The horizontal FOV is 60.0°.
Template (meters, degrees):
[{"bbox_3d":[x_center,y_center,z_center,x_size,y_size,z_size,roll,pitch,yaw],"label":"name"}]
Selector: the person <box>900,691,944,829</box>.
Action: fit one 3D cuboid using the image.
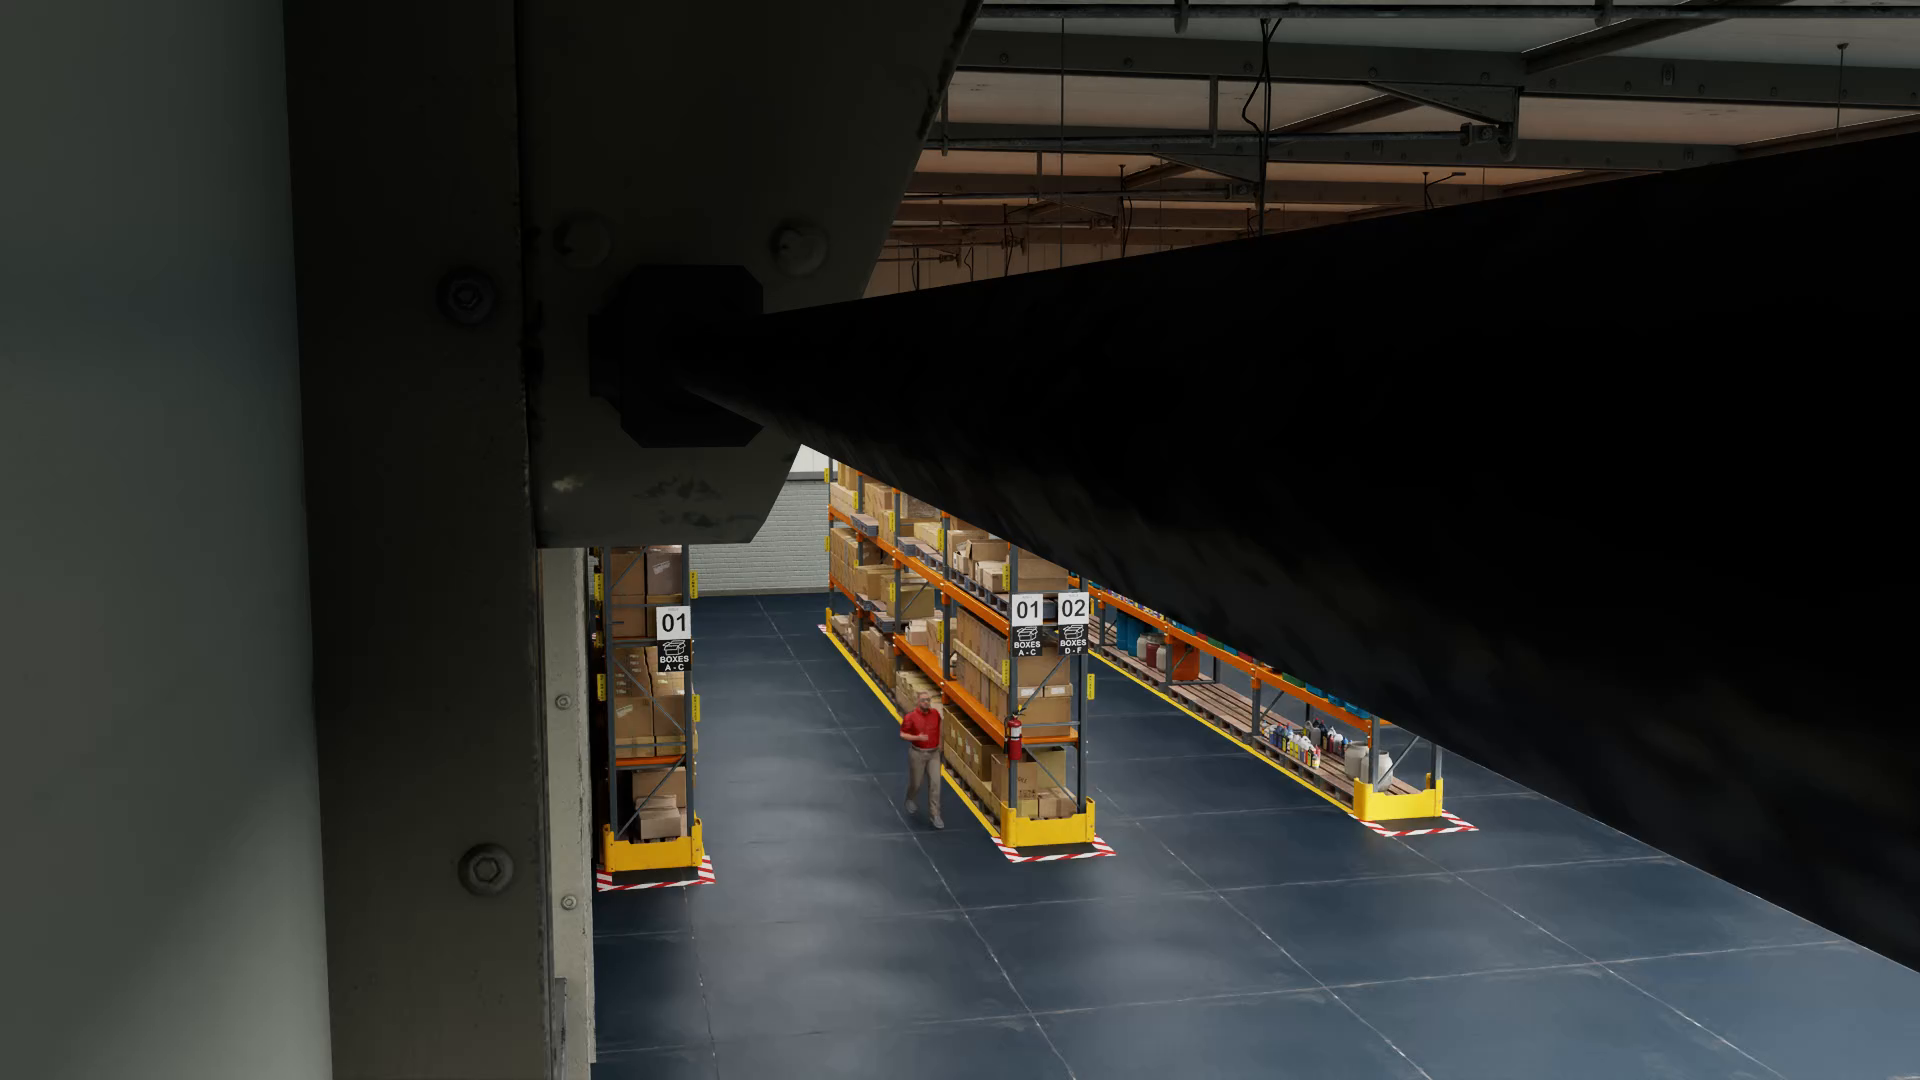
[{"bbox_3d":[-0.469,2.851,21.921,0.664,1.721,0.950,-3,7,-21],"label":"person"}]
